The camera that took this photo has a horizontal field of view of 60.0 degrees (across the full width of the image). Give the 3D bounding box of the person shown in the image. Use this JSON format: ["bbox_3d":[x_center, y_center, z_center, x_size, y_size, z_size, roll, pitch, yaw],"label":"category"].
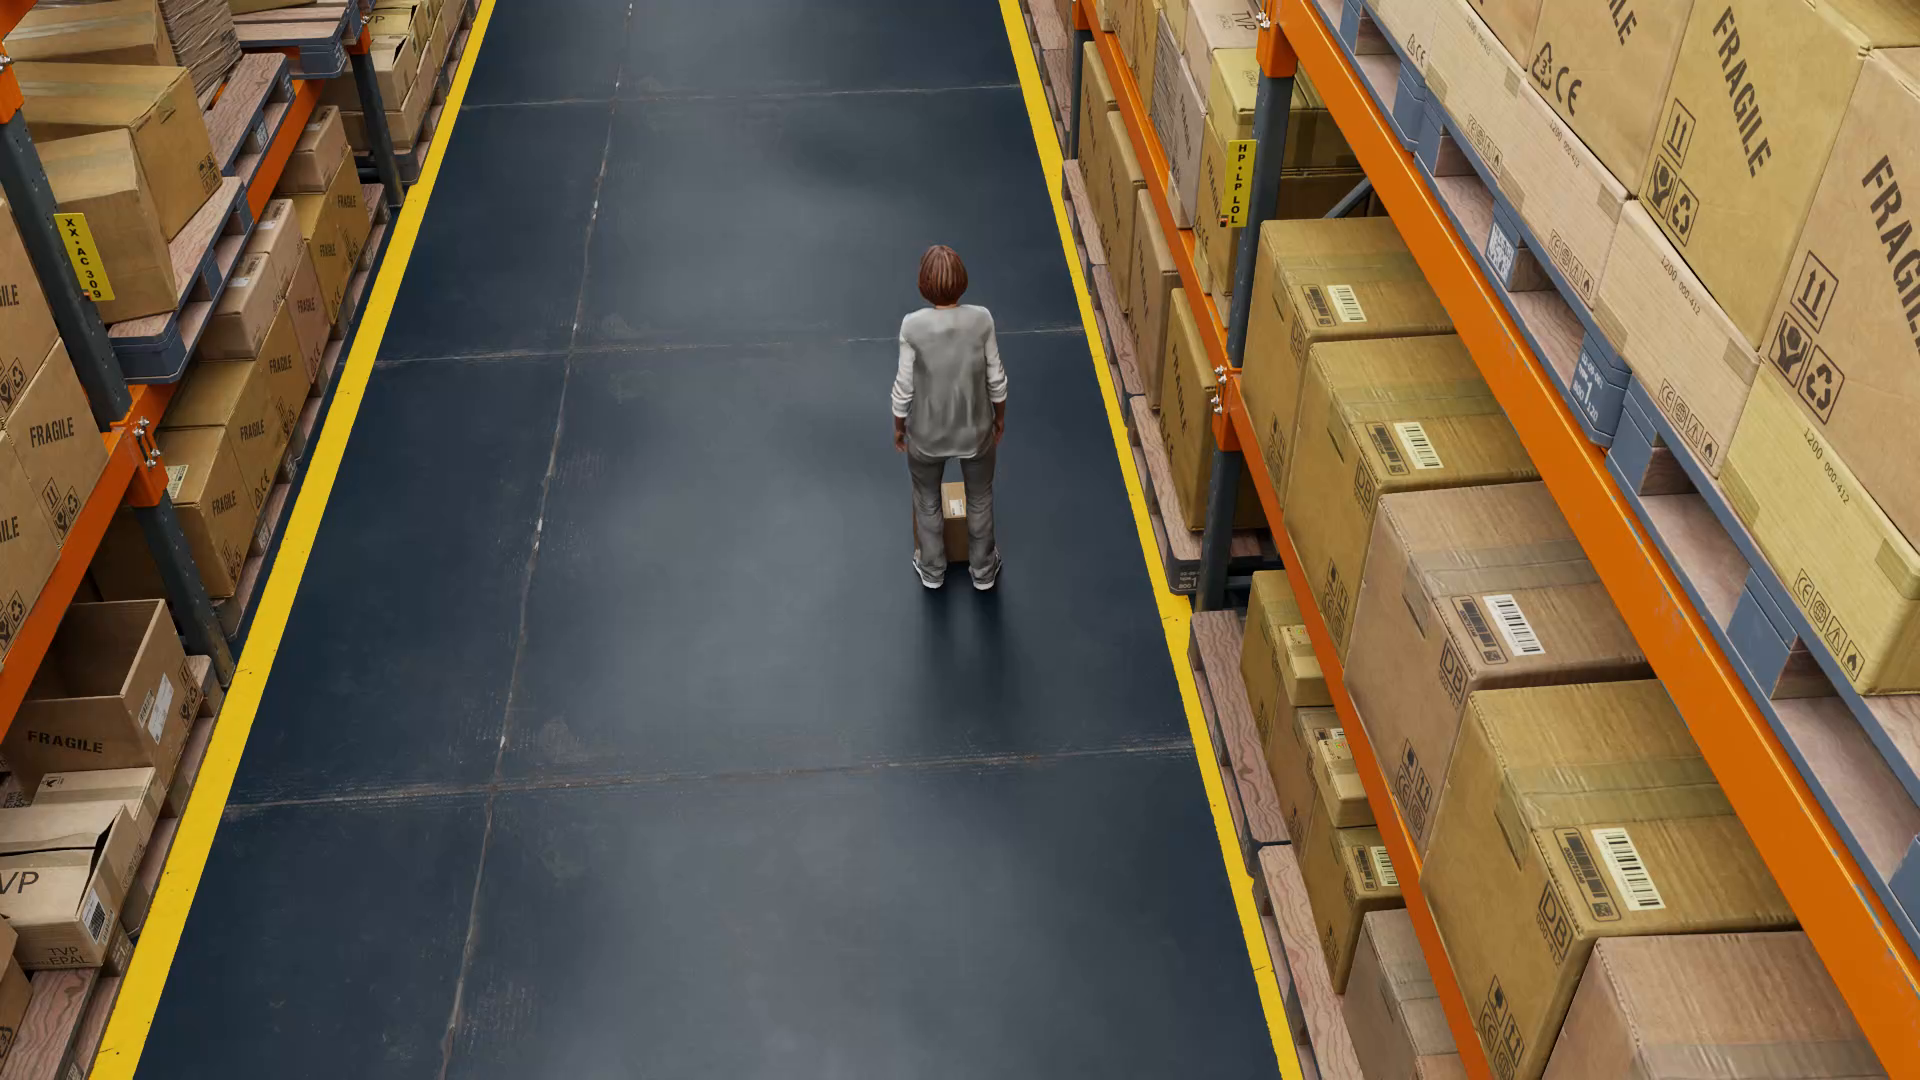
[{"bbox_3d":[-0.044,-0.449,6.705,0.465,1.593,0.375,-5,40,-5],"label":"person"}]
